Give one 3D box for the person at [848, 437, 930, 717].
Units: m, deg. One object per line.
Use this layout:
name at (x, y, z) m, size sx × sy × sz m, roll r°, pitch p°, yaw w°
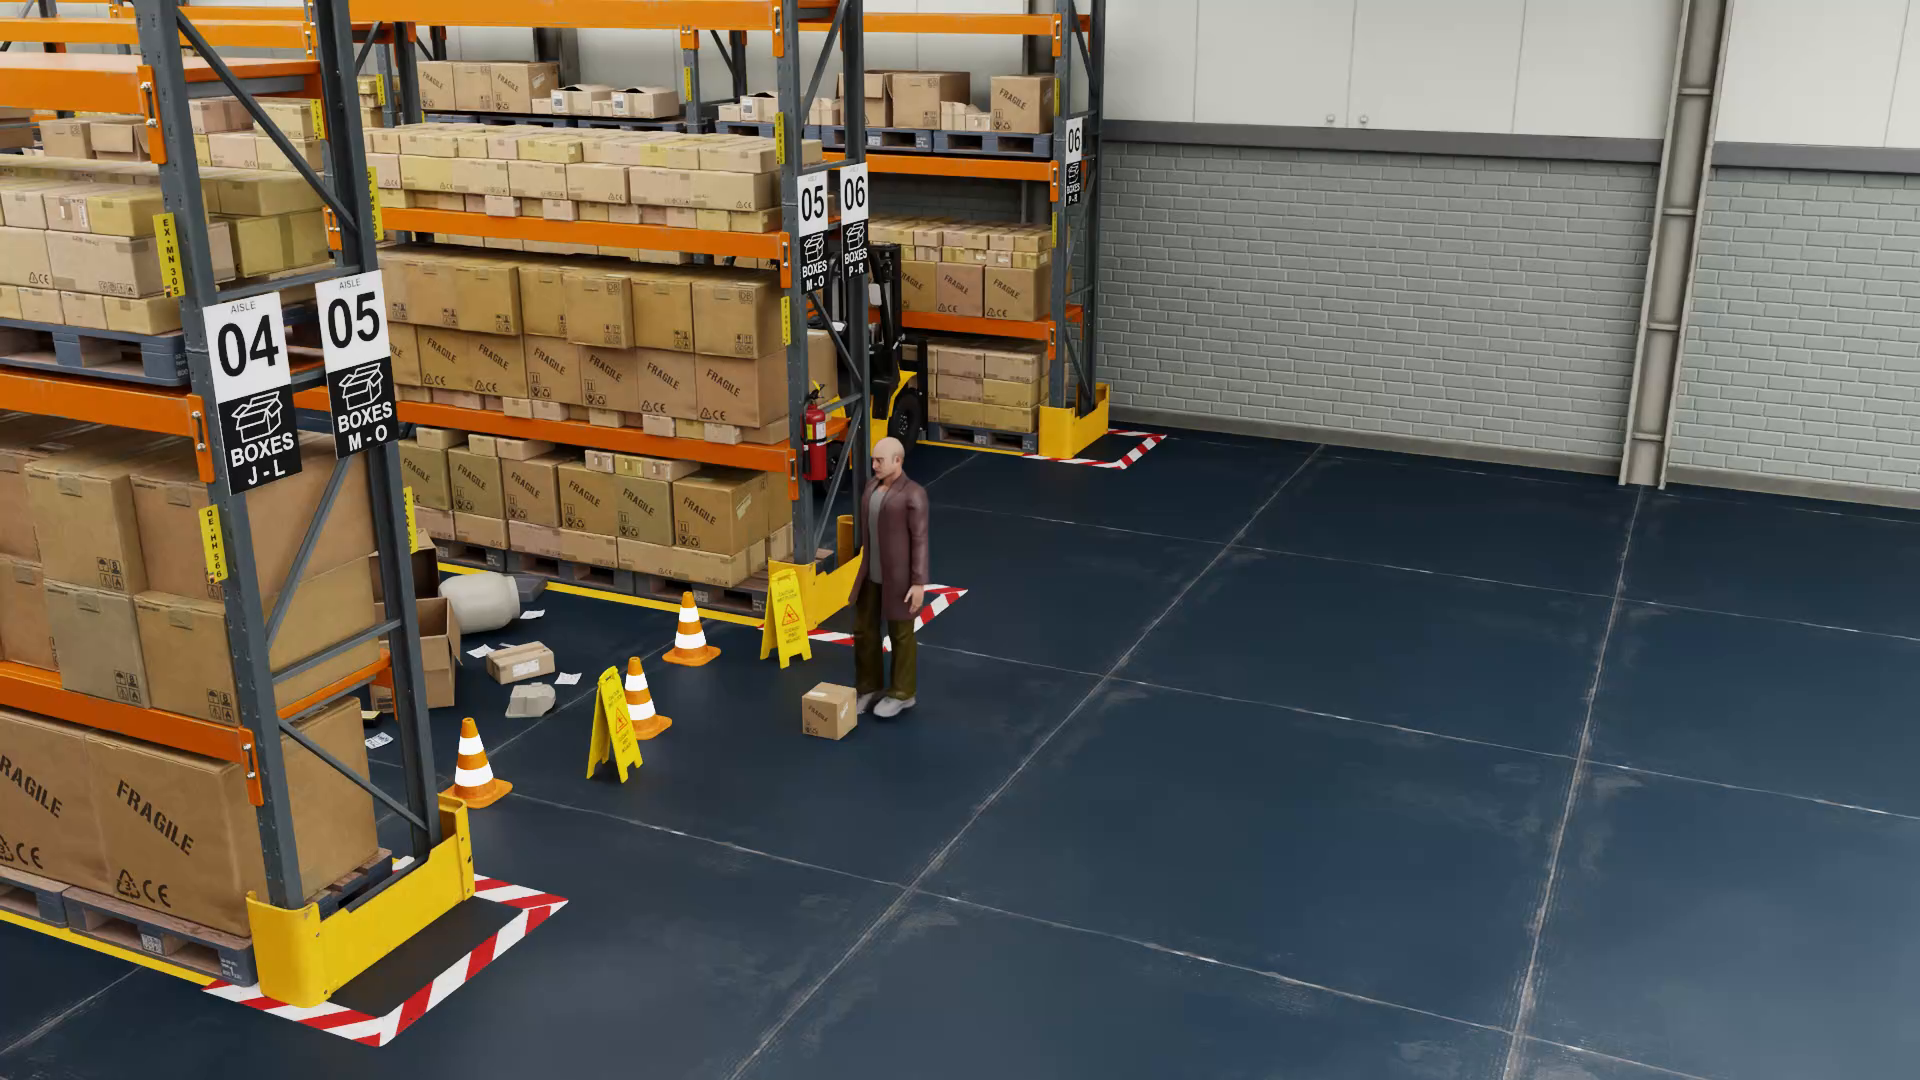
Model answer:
person at (-0.458, 0.282, 10.323) m, size 0.634 × 1.844 × 0.478 m, roll 17°, pitch 25°, yaw 41°
